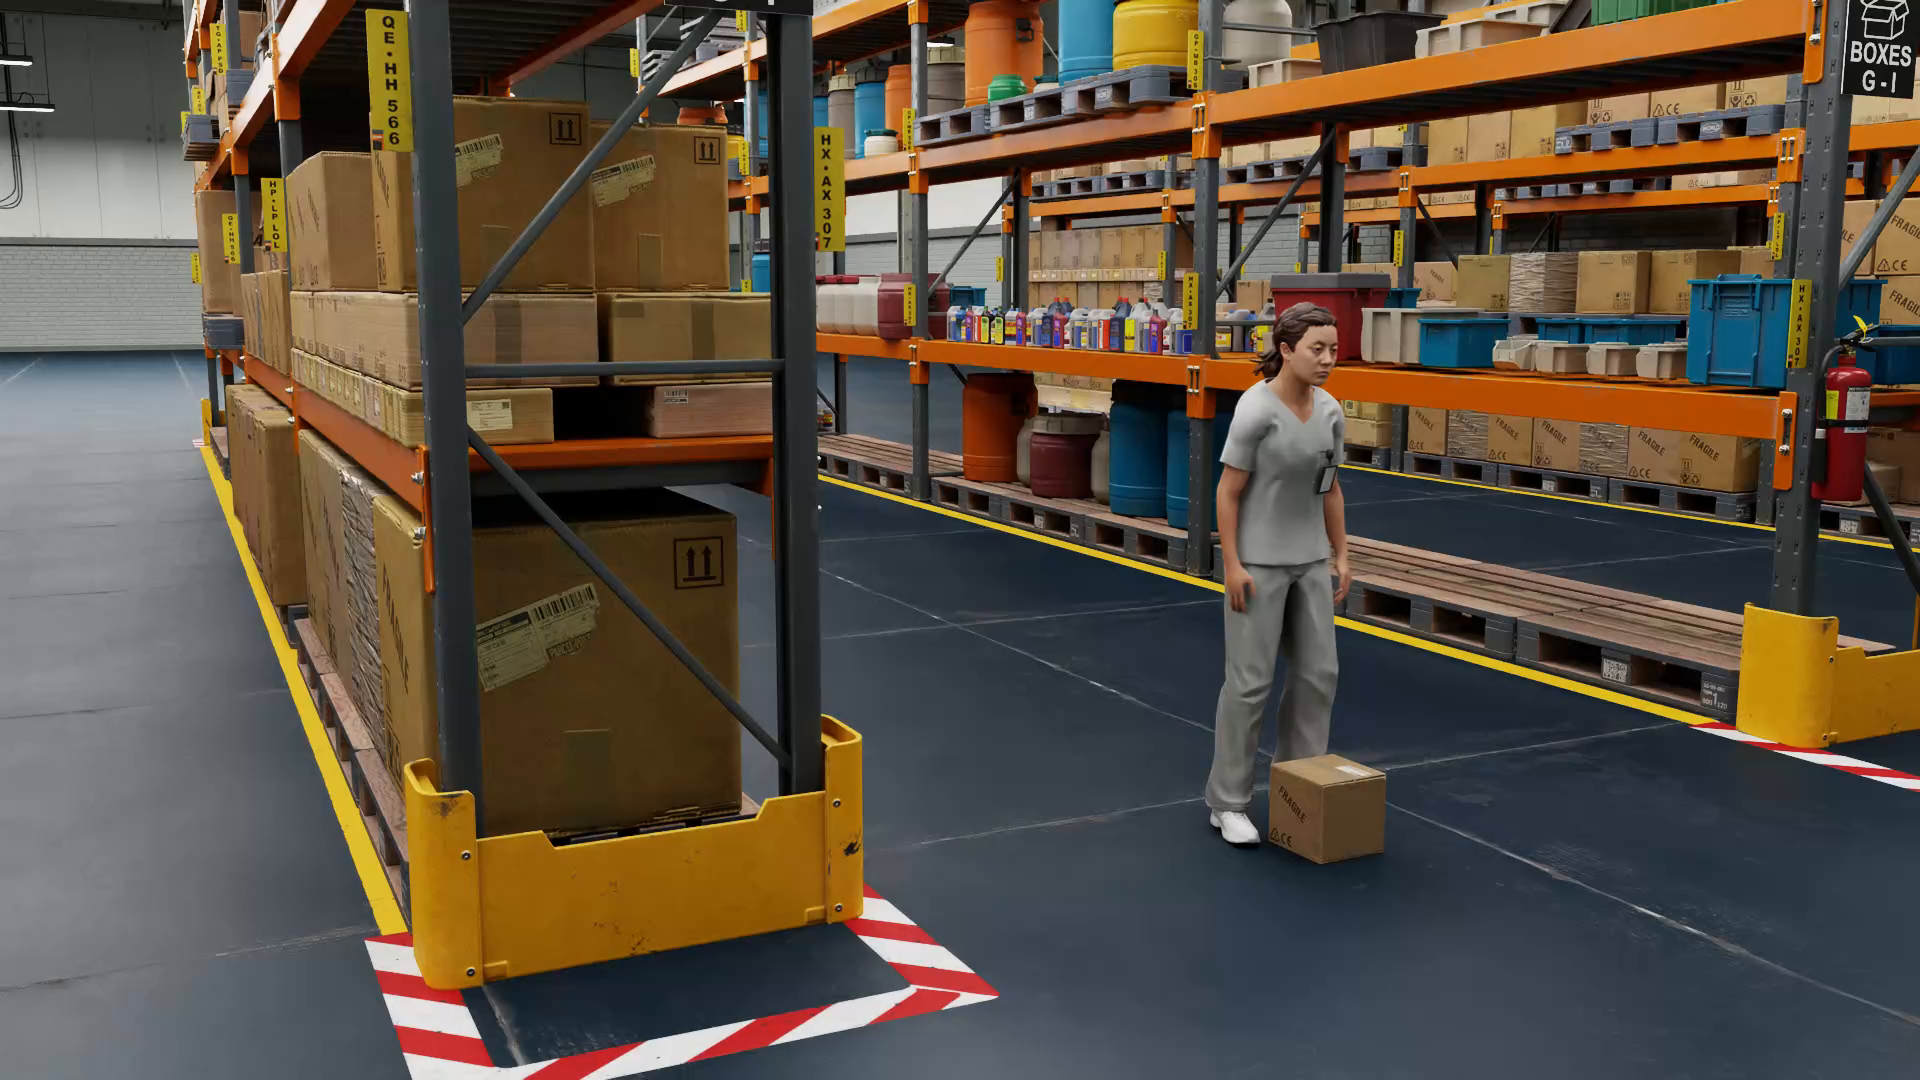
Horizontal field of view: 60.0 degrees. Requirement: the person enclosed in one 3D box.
[{"bbox_3d":[1.030,0.095,5.221,0.504,1.673,0.406,-4,10,-27],"label":"person"}]
